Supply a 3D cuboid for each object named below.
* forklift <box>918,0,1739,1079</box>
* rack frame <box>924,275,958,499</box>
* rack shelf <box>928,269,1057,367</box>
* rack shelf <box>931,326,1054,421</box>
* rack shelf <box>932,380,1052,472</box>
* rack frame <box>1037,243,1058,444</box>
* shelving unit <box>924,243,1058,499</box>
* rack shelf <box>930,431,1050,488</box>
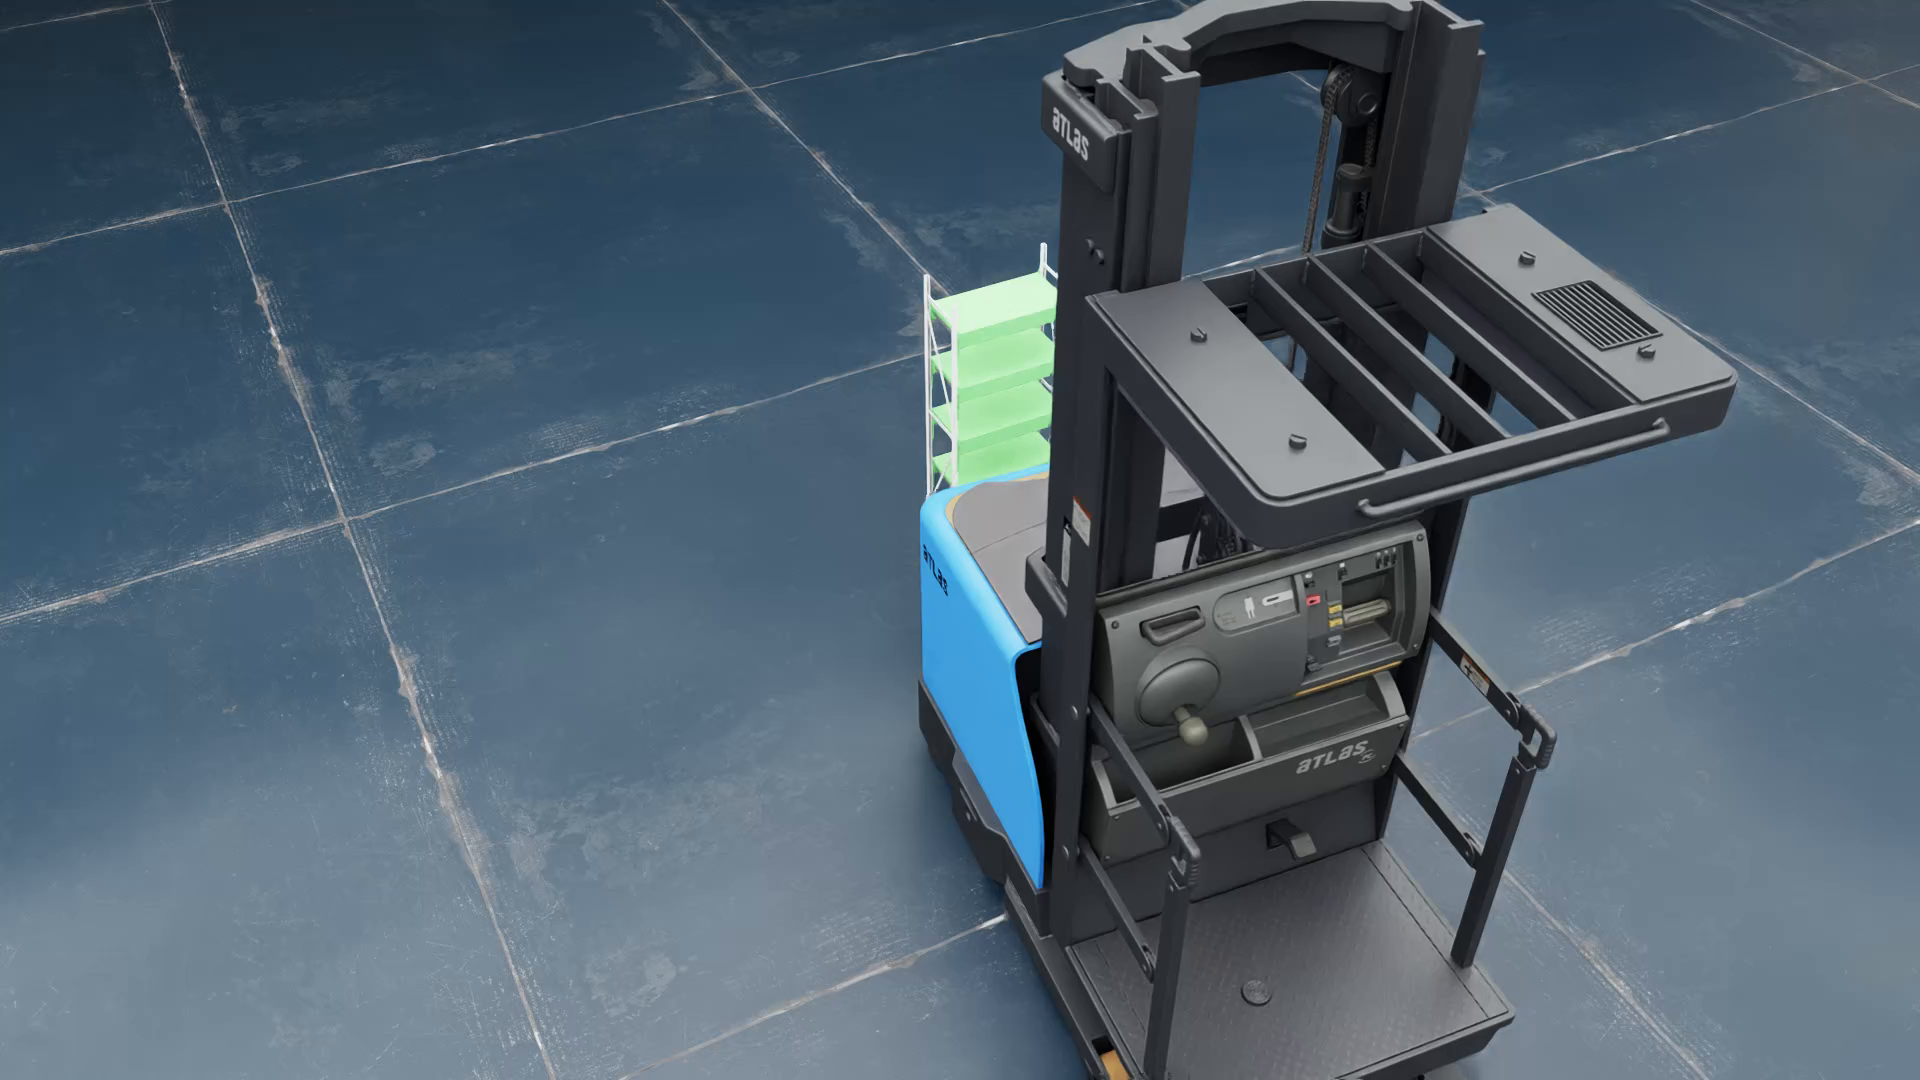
[{"bbox_3d":[0.879,0.322,4.101,1.130,2.935,3.031,-15,42,-17],"label":"forklift"},{"bbox_3d":[-0.070,-0.435,6.335,0.015,1.200,0.240,-19,44,-21],"label":"rack frame"},{"bbox_3d":[0.147,-0.825,6.152,0.480,0.148,0.258,-19,44,-21],"label":"rack shelf"},{"bbox_3d":[0.147,-0.642,6.307,0.480,0.148,0.258,-19,44,-21],"label":"rack shelf"},{"bbox_3d":[0.147,-0.459,6.462,0.480,0.148,0.258,-19,44,-21],"label":"rack shelf"},{"bbox_3d":[0.363,-0.580,6.507,0.015,1.200,0.240,-19,44,-21],"label":"rack frame"},{"bbox_3d":[0.147,-0.507,6.421,0.503,1.200,0.258,-19,44,-21],"label":"shelving unit"},{"bbox_3d":[0.147,-0.275,6.617,0.480,0.148,0.258,-19,44,-21],"label":"rack shelf"}]
